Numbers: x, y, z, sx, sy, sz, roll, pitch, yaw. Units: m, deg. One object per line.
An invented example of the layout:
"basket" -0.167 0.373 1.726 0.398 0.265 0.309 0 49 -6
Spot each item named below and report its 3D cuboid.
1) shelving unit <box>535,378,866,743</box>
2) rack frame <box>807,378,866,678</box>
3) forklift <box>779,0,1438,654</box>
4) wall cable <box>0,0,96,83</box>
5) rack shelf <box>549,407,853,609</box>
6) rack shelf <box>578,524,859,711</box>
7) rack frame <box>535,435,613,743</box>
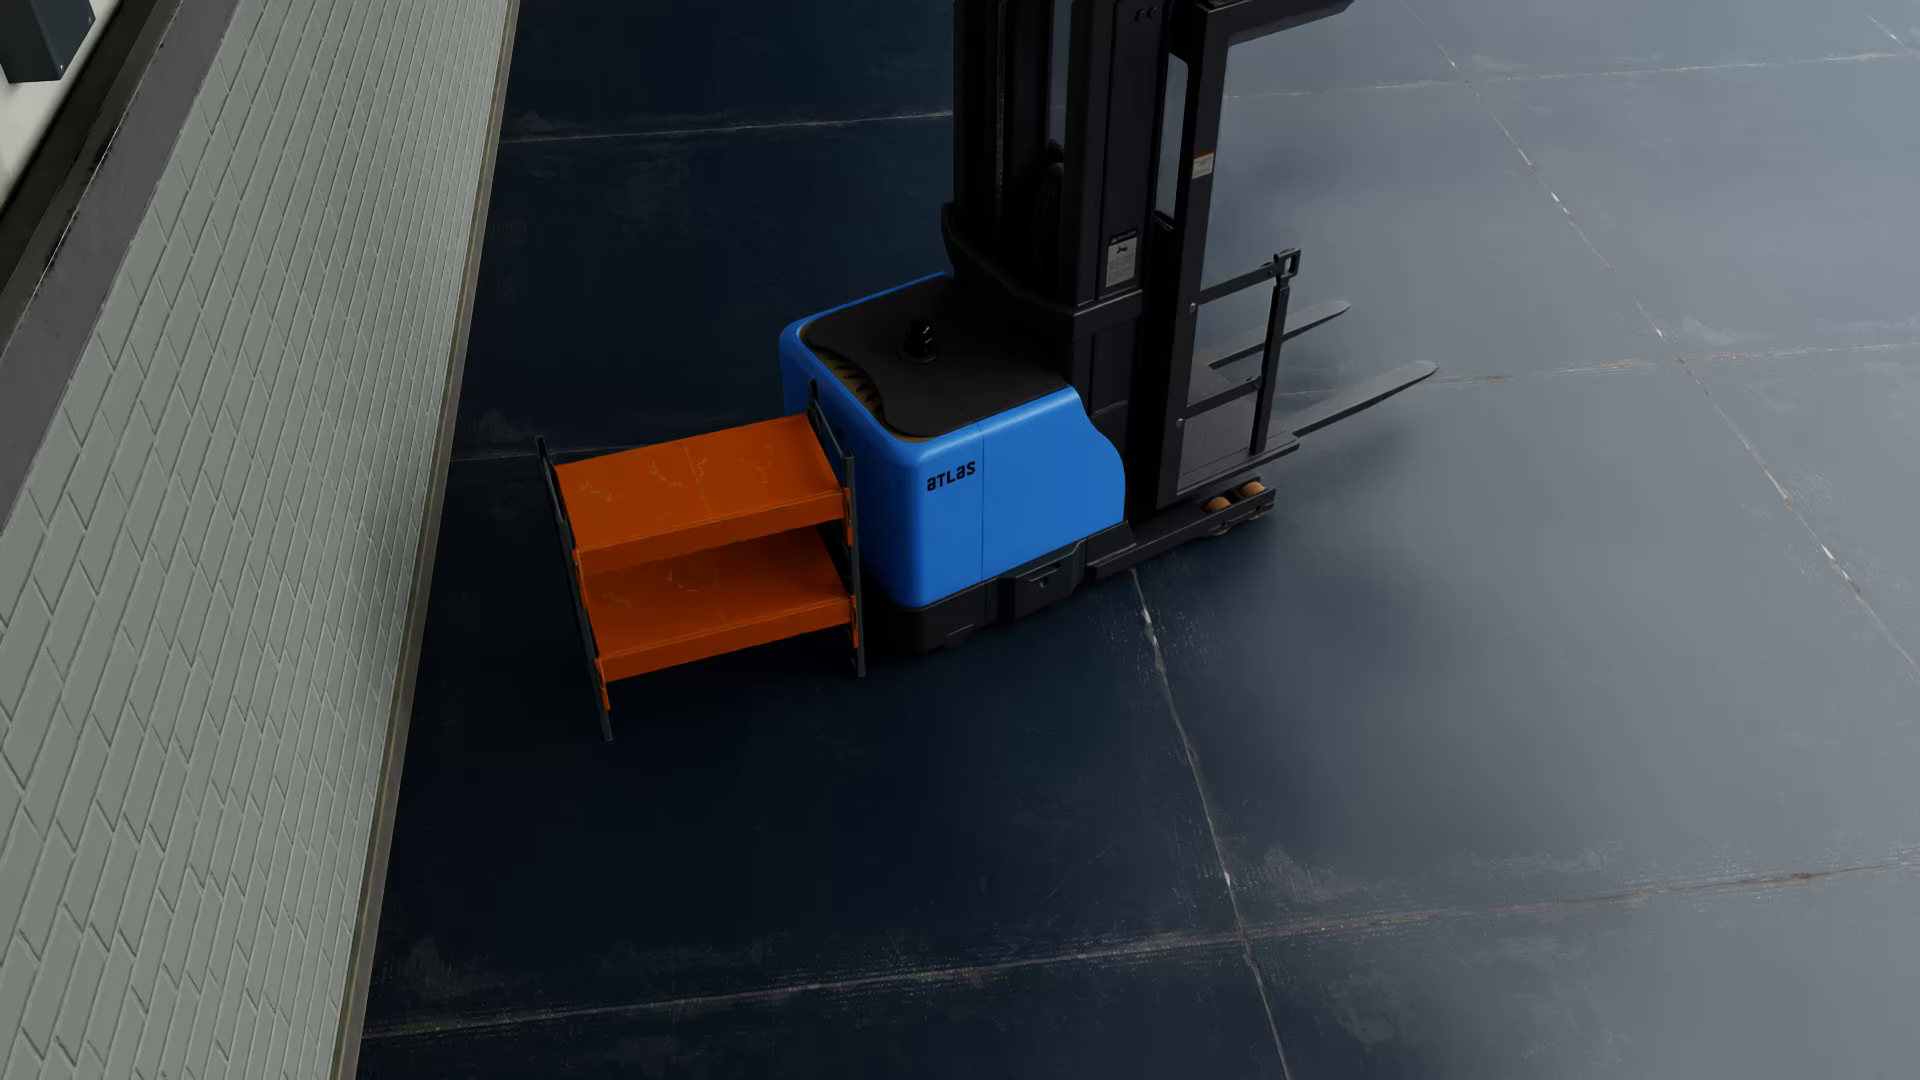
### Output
"shelving unit" -0.954 0.085 6.315 1.048 1.125 0.538 -14 44 -15
"rack frame" -0.475 -0.029 6.443 0.032 1.125 0.500 -14 44 -15
"forklift" 0.788 -1.388 6.600 3.031 2.935 1.130 -23 47 -23
"wall cable" -2.114 -3.976 2.400 0.169 6.003 2.305 -5 42 -6
"rack shelf" -0.954 -0.132 6.119 1.000 0.278 0.538 -14 44 -15
"rack shelf" -0.954 0.267 6.479 1.000 0.278 0.538 -14 44 -15
"rack frame" -1.432 0.200 6.188 0.032 1.125 0.500 -14 44 -15
